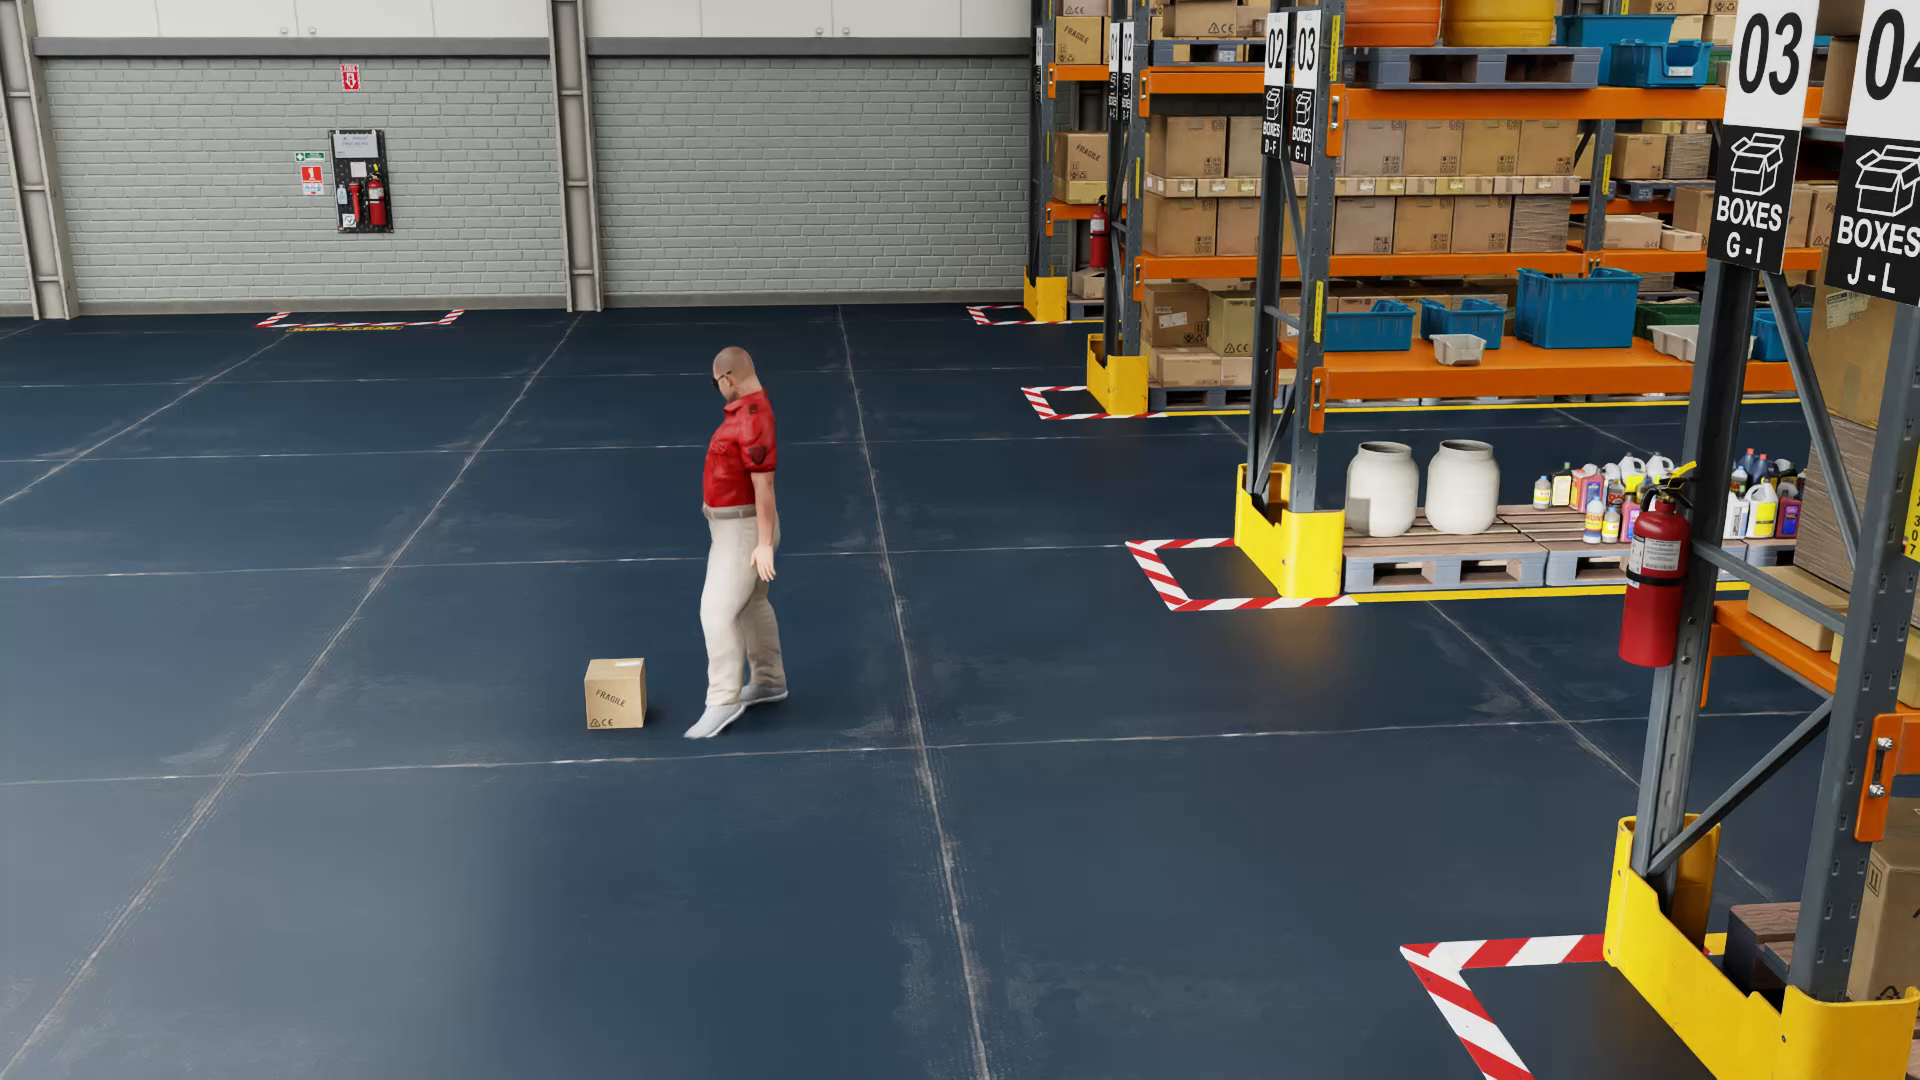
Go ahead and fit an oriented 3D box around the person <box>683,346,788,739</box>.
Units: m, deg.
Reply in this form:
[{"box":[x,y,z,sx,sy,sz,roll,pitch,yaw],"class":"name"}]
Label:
[{"box":[-1.055,0.008,7.596,0.500,1.787,0.577,-2,17,-8],"class":"person"}]
